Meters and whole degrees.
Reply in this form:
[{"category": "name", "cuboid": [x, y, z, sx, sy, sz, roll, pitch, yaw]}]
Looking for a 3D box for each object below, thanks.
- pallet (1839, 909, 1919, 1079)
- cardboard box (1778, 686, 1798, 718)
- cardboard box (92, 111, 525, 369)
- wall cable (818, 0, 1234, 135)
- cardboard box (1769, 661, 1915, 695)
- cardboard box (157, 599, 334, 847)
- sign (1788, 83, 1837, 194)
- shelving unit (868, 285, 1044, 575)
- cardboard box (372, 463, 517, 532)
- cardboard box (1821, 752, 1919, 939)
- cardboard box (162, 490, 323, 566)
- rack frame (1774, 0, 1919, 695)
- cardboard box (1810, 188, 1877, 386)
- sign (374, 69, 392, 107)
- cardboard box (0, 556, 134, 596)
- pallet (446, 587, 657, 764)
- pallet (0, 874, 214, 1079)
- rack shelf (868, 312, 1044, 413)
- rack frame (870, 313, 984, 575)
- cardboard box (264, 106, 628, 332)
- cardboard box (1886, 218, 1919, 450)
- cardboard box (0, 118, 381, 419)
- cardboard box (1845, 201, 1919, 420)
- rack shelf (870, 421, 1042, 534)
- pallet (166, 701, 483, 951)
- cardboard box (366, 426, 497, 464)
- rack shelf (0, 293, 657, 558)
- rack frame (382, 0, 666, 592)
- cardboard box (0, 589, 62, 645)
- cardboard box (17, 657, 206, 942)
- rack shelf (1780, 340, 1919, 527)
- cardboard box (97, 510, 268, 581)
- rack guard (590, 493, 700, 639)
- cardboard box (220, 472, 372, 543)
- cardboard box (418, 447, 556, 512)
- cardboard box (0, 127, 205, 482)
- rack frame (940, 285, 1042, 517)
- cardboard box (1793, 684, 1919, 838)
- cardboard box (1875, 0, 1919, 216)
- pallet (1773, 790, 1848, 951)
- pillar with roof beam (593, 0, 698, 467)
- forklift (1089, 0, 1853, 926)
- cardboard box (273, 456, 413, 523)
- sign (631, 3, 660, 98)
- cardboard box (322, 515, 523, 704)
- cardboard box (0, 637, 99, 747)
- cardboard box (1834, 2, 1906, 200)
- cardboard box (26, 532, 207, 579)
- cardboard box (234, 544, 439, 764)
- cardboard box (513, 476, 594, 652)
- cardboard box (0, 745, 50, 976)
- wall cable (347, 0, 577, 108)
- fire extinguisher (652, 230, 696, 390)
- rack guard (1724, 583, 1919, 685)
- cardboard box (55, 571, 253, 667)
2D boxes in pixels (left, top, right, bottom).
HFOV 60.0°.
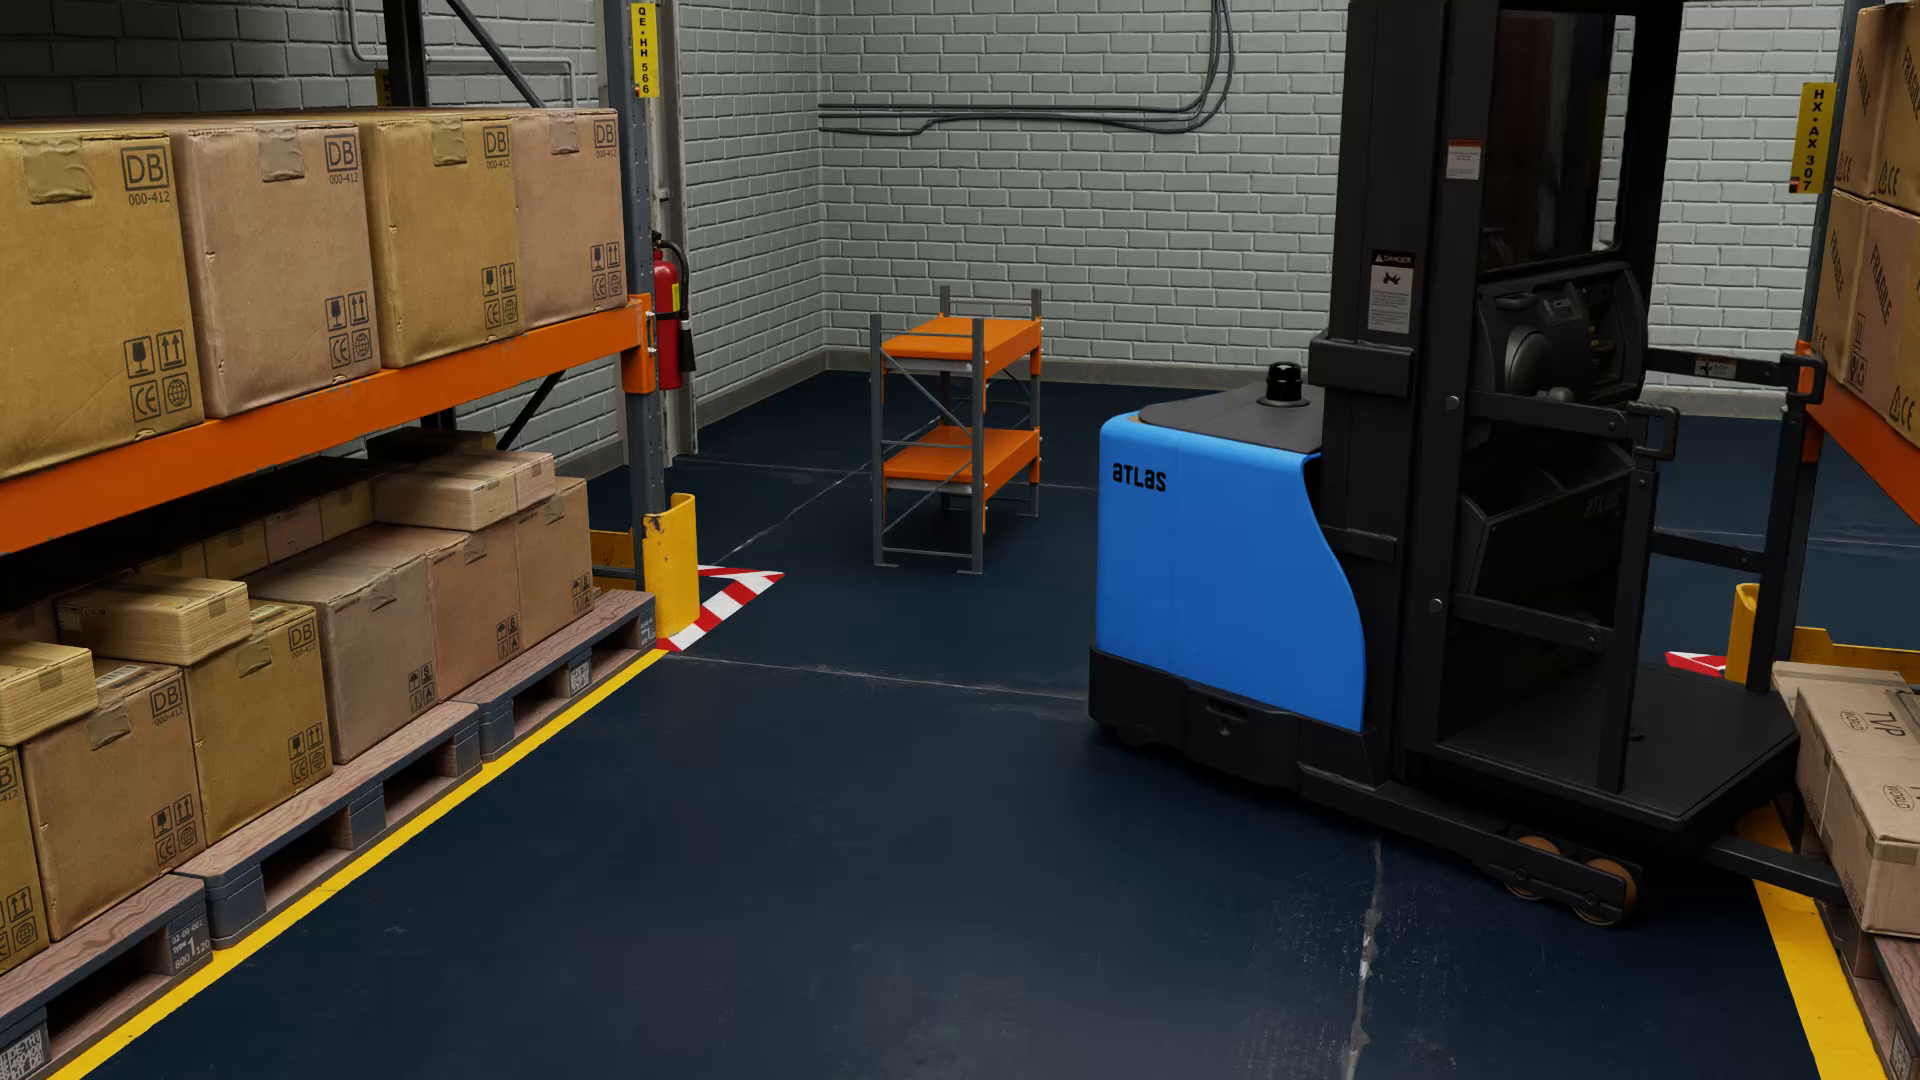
[{"category": "pallet", "cuboid": [2.502, 1.135, 3.442, 1.003, 0.211, 1.213, 5, 16, 16]}, {"category": "cardboard box", "cuboid": [2.578, 0.546, 4.793, 0.380, 0.166, 0.250, 5, 16, 16]}, {"category": "cardboard box", "cuboid": [-1.984, -0.956, 5.152, 0.980, 0.700, 0.700, 4, 16, 15]}, {"category": "wall cable", "cuboid": [0.297, -3.981, 11.065, 3.097, 2.526, 0.112, 5, 16, 16]}, {"category": "cardboard box", "cuboid": [2.649, 0.489, 5.026, 0.380, 0.149, 0.250, 5, 16, 16]}, {"category": "cardboard box", "cuboid": [-2.185, 0.457, 4.532, 0.700, 0.500, 0.500, 5, 17, 17]}, {"category": "sign", "cuboid": [2.577, -1.212, 5.019, 0.100, 0.325, 0.005, 5, 16, 16]}, {"category": "shelving unit", "cuboid": [0.002, -0.543, 7.682, 0.538, 1.125, 1.048, 5, 16, 16]}, {"category": "cardboard box", "cuboid": [-1.690, -0.143, 5.458, 0.380, 0.149, 0.250, 5, 17, 17]}, {"category": "cardboard box", "cuboid": [2.387, 0.739, 3.958, 0.500, 0.250, 0.500, 5, 16, 16]}, {"category": "cardboard box", "cuboid": [-2.198, -0.041, 5.099, 0.380, 0.149, 0.250, 5, 17, 17]}, {"category": "rack frame", "cuboid": [3.098, -0.754, 4.989, 1.000, 3.000, 0.127, 5, 16, 16]}, {"category": "cardboard box", "cuboid": [2.719, -0.706, 4.638, 0.500, 0.500, 0.500, 5, 17, 17]}, {"category": "sign", "cuboid": [-2.183, -1.636, 6.369, 0.100, 0.325, 0.005, 5, 16, 16]}, {"category": "cardboard box", "cuboid": [-2.416, 0.160, 4.391, 0.380, 0.149, 0.250, 5, 17, 16]}, {"category": "pallet", "cuboid": [-1.805, 0.420, 5.962, 1.003, 0.211, 1.213, 5, 16, 16]}, {"category": "pallet", "cuboid": [-2.498, 1.058, 3.711, 1.003, 0.211, 1.213, 5, 16, 16]}, {"category": "rack shelf", "cuboid": [0.002, -0.825, 7.602, 0.538, 0.278, 1.000, 5, 16, 16]}, {"category": "rack frame", "cuboid": [-0.143, -0.410, 7.213, 0.500, 1.125, 0.032, 5, 16, 16]}, {"category": "cardboard box", "cuboid": [-1.788, -1.147, 5.826, 0.980, 0.700, 0.700, 5, 17, 18]}, {"category": "cardboard box", "cuboid": [2.432, -0.440, 3.699, 0.500, 0.500, 0.500, 5, 16, 16]}, {"category": "cardboard box", "cuboid": [-2.210, -0.757, 4.451, 0.980, 0.700, 0.700, 4, 16, 13]}, {"category": "cardboard box", "cuboid": [2.577, -0.571, 4.161, 0.500, 0.500, 0.500, 4, 16, 15]}, {"category": "rack shelf", "cuboid": [0.002, -0.308, 7.749, 0.538, 0.278, 1.000, 5, 16, 16]}, {"category": "pallet", "cuboid": [-2.154, 0.738, 4.840, 1.003, 0.211, 1.213, 5, 16, 16]}, {"category": "cardboard box", "cuboid": [-1.912, -0.306, 6.032, 0.380, 0.149, 0.250, 5, 17, 16]}, {"category": "rack shelf", "cuboid": [-2.221, -0.267, 4.594, 1.077, 0.370, 4.000, 5, 16, 16]}, {"category": "rack frame", "cuboid": [-1.653, -1.137, 6.340, 1.000, 3.000, 0.127, 5, 16, 16]}, {"category": "cardboard box", "cuboid": [-2.488, 0.226, 4.158, 0.380, 0.149, 0.250, 4, 16, 14]}, {"category": "cardboard box", "cuboid": [-2.333, 0.591, 4.059, 0.700, 0.500, 0.500, 4, 16, 15]}, {"category": "rack shelf", "cuboid": [2.529, 0.116, 3.243, 1.077, 0.370, 4.000, 5, 16, 16]}, {"category": "cardboard box", "cuboid": [-2.271, 0.026, 4.863, 0.380, 0.149, 0.250, 5, 17, 16]}, {"category": "rack guard", "cuboid": [-1.646, 0.059, 6.703, 1.175, 0.500, 0.348, 5, 16, 16]}, {"category": "cardboard box", "cuboid": [-2.127, -0.108, 5.334, 0.380, 0.149, 0.250, 5, 17, 16]}, {"category": "cardboard box", "cuboid": [-1.618, -0.210, 5.694, 0.380, 0.149, 0.250, 4, 16, 15]}, {"category": "cardboard box", "cuboid": [-2.407, -0.566, 3.777, 0.980, 0.700, 0.700, 4, 16, 14]}, {"category": "rack frame", "cuboid": [0.146, -0.676, 8.151, 0.500, 1.125, 0.032, 5, 16, 16]}, {"category": "cardboard box", "cuboid": [2.529, 0.609, 4.419, 0.500, 0.250, 0.500, 5, 16, 16]}, {"category": "cardboard box", "cuboid": [2.577, -1.050, 4.018, 0.500, 0.500, 0.500, 5, 17, 16]}, {"category": "pallet", "cuboid": [2.850, 0.817, 4.564, 1.003, 0.211, 1.213, 5, 16, 16]}, {"category": "pillar with roof beam", "cuboid": [2.413, -4.463, 7.072, 9.100, 9.000, 0.400, 5, 16, 16]}, {"category": "forklift", "cuboid": [1.823, -0.570, 4.469, 1.130, 2.935, 3.031, -15, 22, -43]}, {"category": "cardboard box", "cuboid": [-2.055, -0.173, 5.565, 0.380, 0.149, 0.250, 5, 16, 16]}, {"category": "sign", "cuboid": [-1.137, -1.762, 5.989, 0.100, 0.325, 0.005, 5, 16, 16]}, {"category": "cardboard box", "cuboid": [-1.898, 0.186, 5.489, 0.700, 0.500, 0.500, 5, 16, 16]}, {"category": "cardboard box", "cuboid": [-2.206, 0.335, 3.774, 0.380, 0.149, 0.250, 5, 17, 18]}, {"category": "cardboard box", "cuboid": [2.719, -1.187, 4.502, 0.500, 0.500, 0.500, 5, 17, 18]}, {"category": "cardboard box", "cuboid": [-2.343, 0.092, 4.629, 0.380, 0.149, 0.250, 4, 16, 15]}, {"category": "cardboard box", "cuboid": [-2.040, 0.317, 5.025, 0.700, 0.500, 0.500, 4, 16, 14]}, {"category": "cardboard box", "cuboid": [-1.756, 0.055, 5.951, 0.700, 0.500, 0.500, 5, 16, 16]}, {"category": "cardboard box", "cuboid": [-2.479, 0.723, 3.596, 0.700, 0.500, 0.500, 5, 17, 17]}, {"category": "wall cable", "cuboid": [-2.196, -2.034, 7.641, 0.084, 1.984, 1.851, 5, 16, 16]}, {"category": "fire extinguisher", "cuboid": [-1.168, -0.924, 6.415, 0.296, 0.674, 0.183, 5, 16, 16]}, {"category": "rack guard", "cuboid": [3.076, 0.469, 5.260, 1.175, 0.500, 0.348, 5, 16, 16]}, {"category": "cardboard box", "cuboid": [-2.058, 0.198, 4.255, 0.380, 0.149, 0.250, 4, 16, 14]}]
